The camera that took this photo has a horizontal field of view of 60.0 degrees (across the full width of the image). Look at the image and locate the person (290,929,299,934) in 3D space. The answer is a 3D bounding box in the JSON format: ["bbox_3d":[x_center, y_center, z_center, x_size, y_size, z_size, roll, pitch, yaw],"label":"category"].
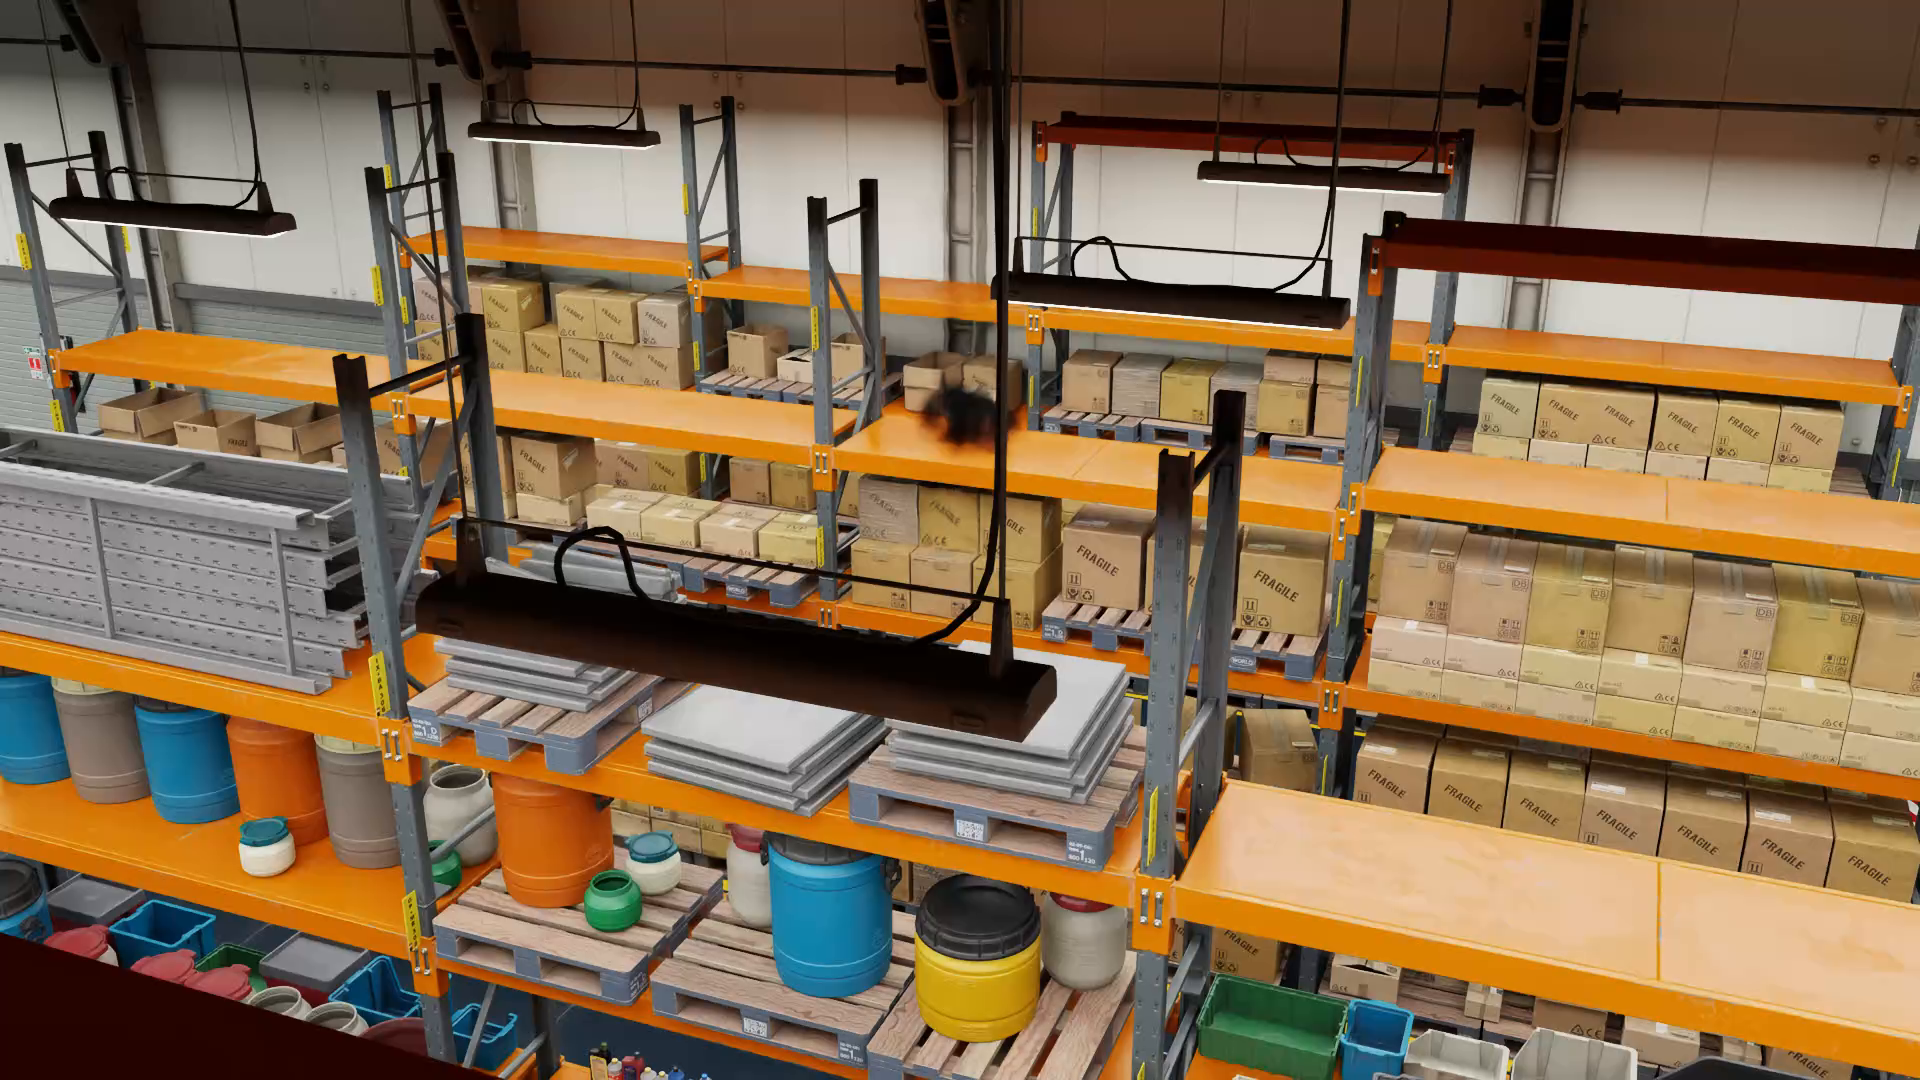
[{"bbox_3d":[-5.055,2.546,13.343,1.122,1.723,0.628,6,22,14],"label":"person"}]
